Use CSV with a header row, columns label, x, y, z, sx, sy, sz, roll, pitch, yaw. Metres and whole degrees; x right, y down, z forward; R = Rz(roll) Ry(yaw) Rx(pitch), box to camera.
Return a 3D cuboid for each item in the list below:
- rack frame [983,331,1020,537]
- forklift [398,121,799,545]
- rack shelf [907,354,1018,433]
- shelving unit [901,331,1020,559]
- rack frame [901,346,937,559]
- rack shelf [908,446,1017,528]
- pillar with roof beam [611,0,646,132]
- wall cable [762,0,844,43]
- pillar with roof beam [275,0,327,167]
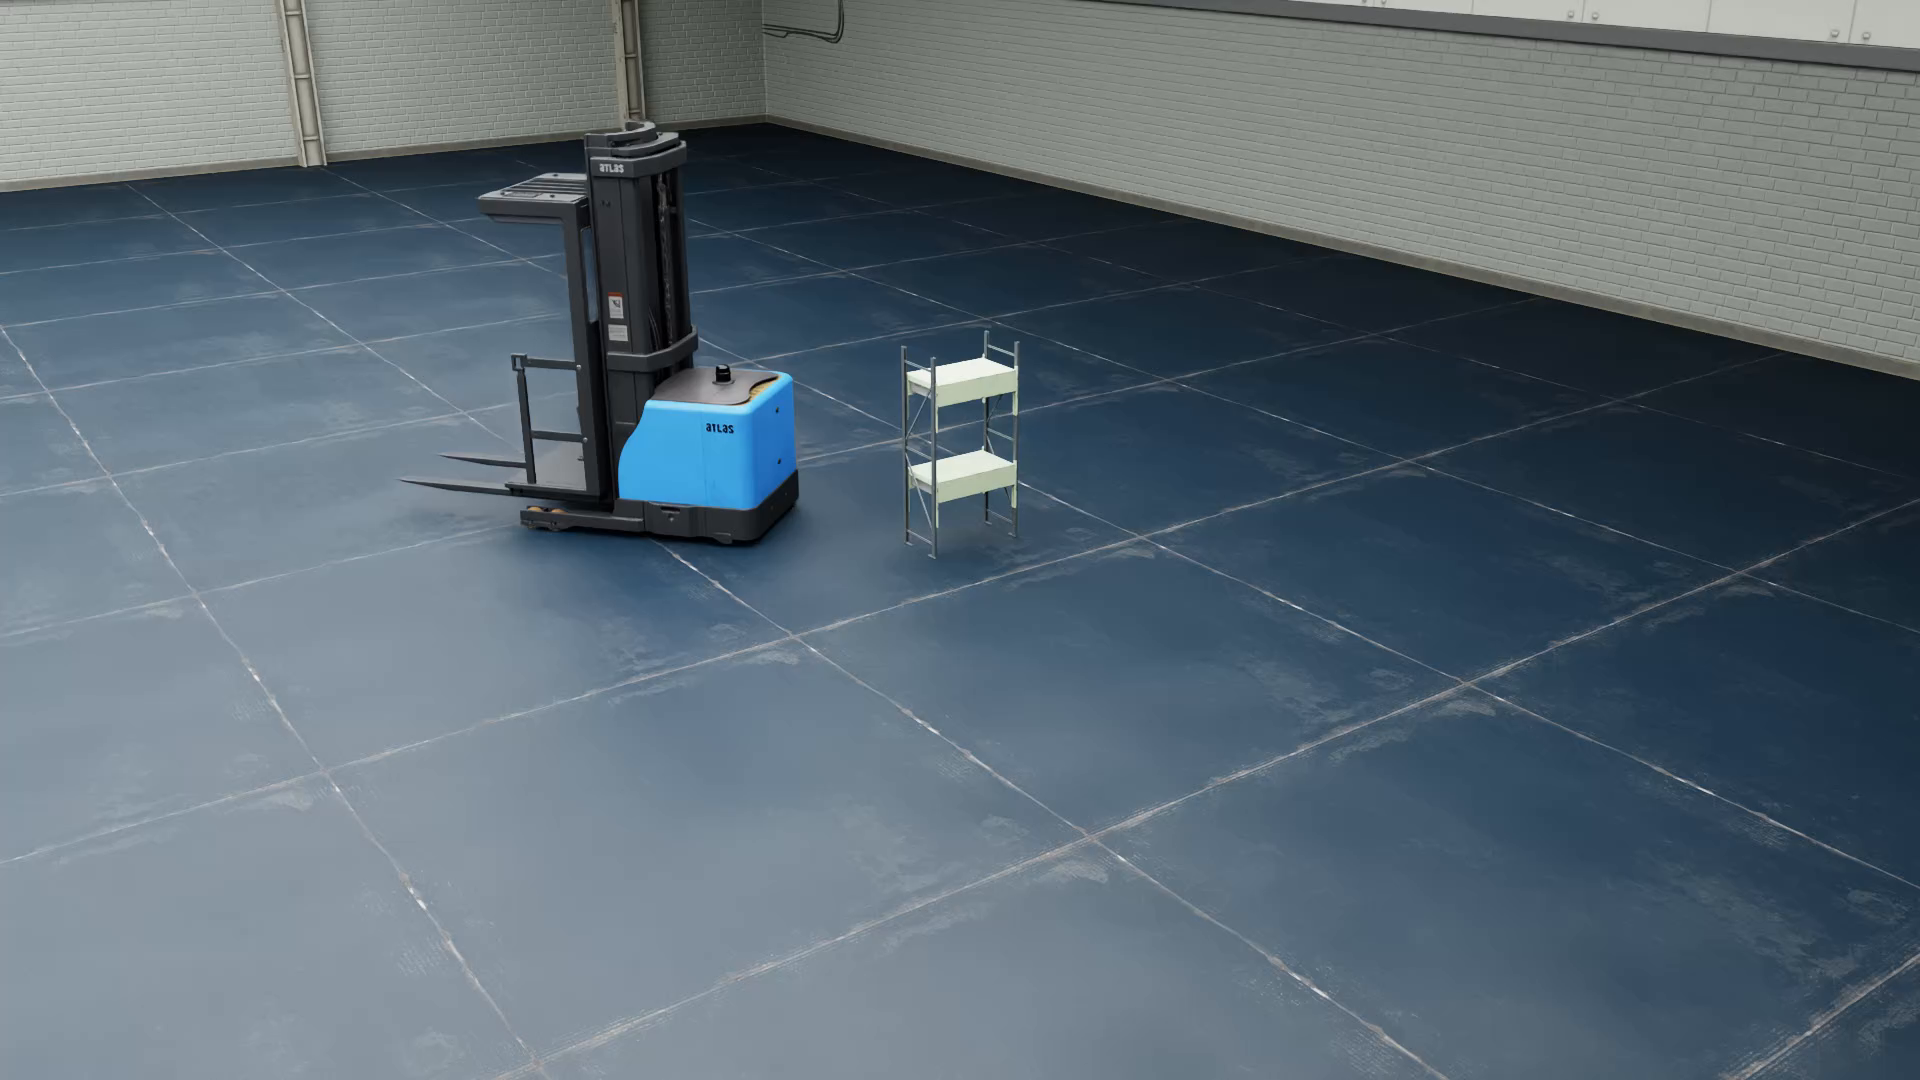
label,x,y,z,sx,sy,sz,roll,pitch,yaw
rack frame,0.303,-0.777,12.321,0.023,1.500,0.400,-15,26,-33
forklift,-2.837,-1.608,12.471,3.031,2.935,1.130,5,22,13
rack shelf,0.005,-1.061,11.977,0.720,0.370,0.431,-15,26,-33
shelving unit,0.005,-0.698,12.122,0.755,1.500,0.431,-15,26,-33
rack frame,-0.292,-0.619,11.924,0.023,1.500,0.400,-15,26,-33
rack shelf,0.005,-0.395,12.243,0.720,0.370,0.431,-15,26,-33
pillar with roof beam,-3.714,-10.619,26.866,0.400,9.000,9.100,-15,26,-33
wall cable,-3.065,-10.712,31.288,0.112,2.526,3.097,-15,26,-33
pillar with roof beam,-8.585,-9.320,23.611,0.400,9.000,9.100,-15,26,-33
